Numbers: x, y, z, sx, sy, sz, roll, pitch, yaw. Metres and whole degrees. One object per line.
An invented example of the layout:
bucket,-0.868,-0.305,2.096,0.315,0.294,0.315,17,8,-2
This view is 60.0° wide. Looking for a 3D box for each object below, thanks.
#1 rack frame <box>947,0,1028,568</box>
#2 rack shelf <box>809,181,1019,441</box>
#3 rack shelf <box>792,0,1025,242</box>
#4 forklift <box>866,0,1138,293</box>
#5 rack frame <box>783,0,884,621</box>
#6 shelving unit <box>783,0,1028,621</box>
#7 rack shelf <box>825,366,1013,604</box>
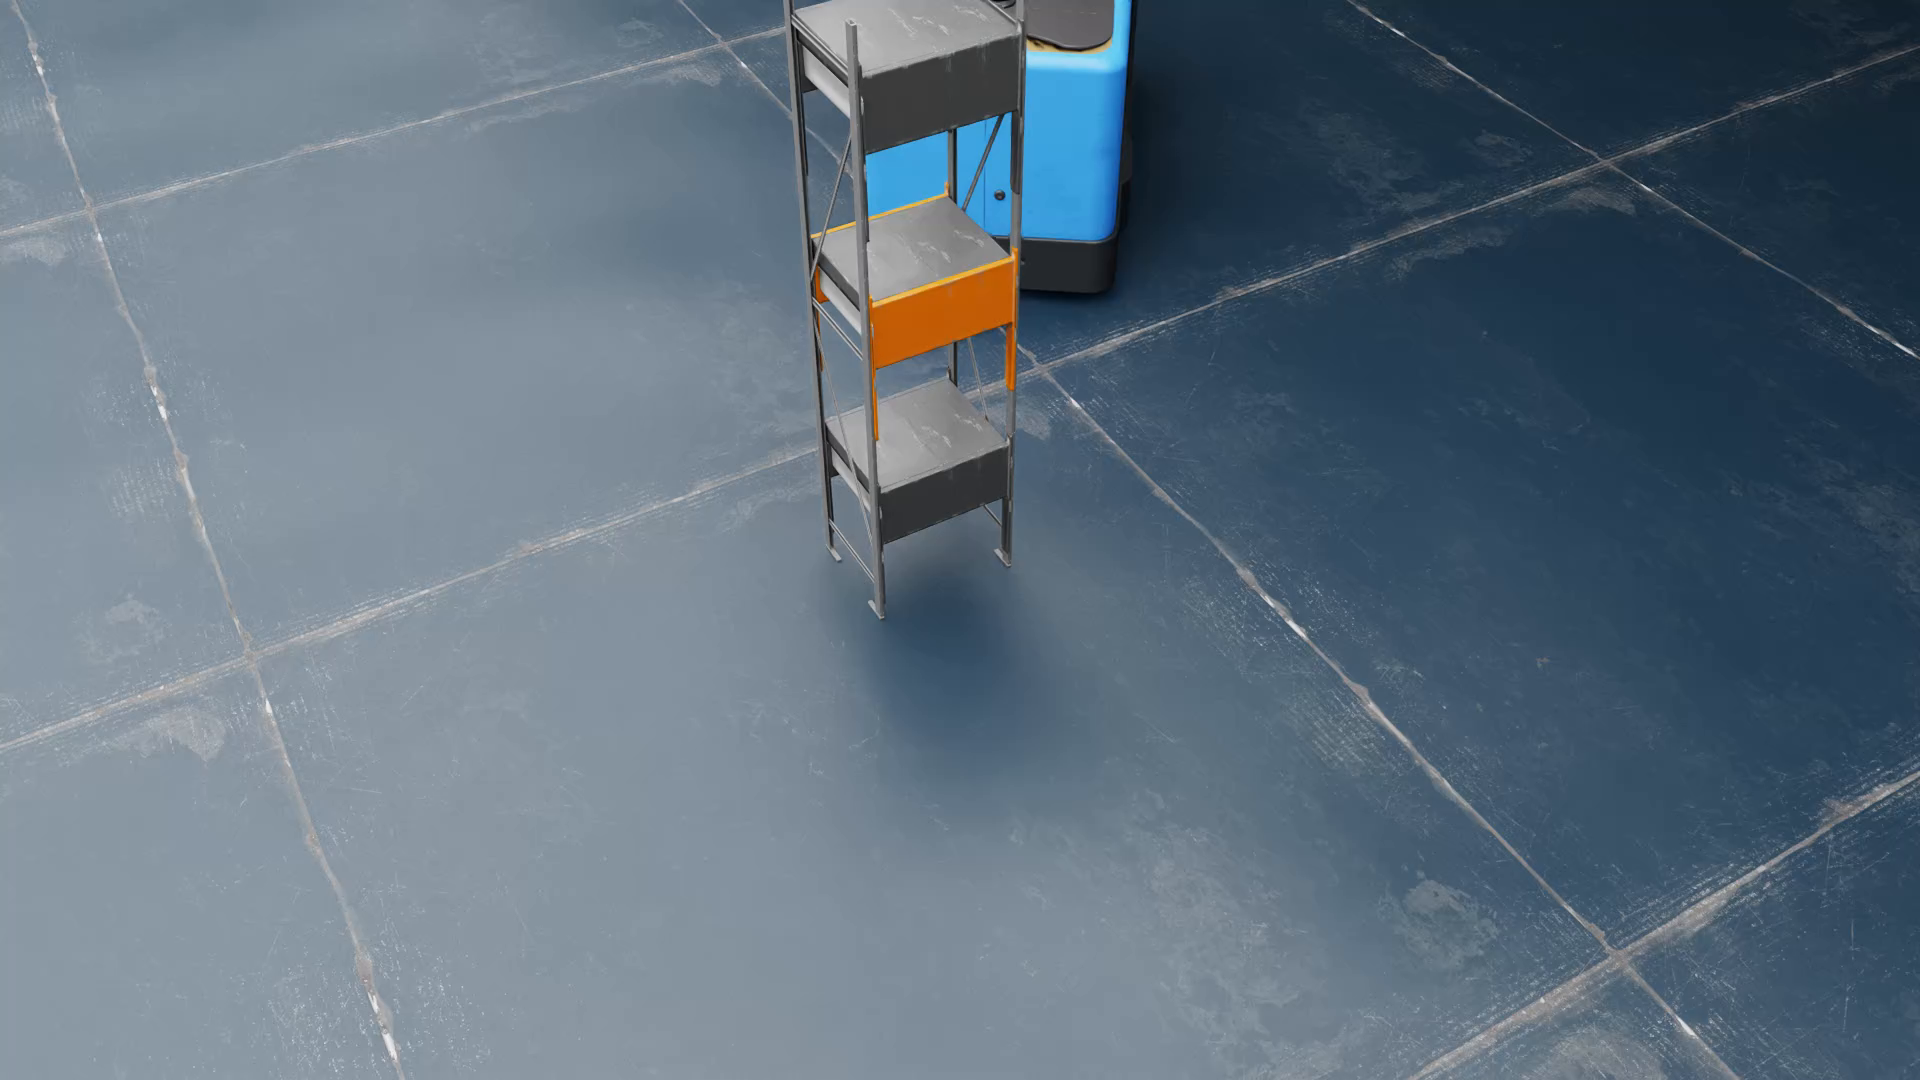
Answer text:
rack frame,0.068,-0.781,5.047,0.015,2.100,0.400,-22,48,-21
rack shelf,-0.144,-0.686,4.969,0.480,0.518,0.431,-22,48,-21
rack shelf,-0.144,-1.189,4.482,0.480,0.518,0.431,-22,48,-21
forklift,0.249,-3.068,6.807,1.130,2.935,3.031,4,44,4
rack frame,-0.355,-0.611,4.872,0.015,2.100,0.400,-22,48,-21
shelving unit,-0.144,-0.696,4.960,0.503,2.100,0.431,-22,48,-21
rack shelf,-0.144,-0.184,5.457,0.480,0.518,0.431,-22,48,-21
